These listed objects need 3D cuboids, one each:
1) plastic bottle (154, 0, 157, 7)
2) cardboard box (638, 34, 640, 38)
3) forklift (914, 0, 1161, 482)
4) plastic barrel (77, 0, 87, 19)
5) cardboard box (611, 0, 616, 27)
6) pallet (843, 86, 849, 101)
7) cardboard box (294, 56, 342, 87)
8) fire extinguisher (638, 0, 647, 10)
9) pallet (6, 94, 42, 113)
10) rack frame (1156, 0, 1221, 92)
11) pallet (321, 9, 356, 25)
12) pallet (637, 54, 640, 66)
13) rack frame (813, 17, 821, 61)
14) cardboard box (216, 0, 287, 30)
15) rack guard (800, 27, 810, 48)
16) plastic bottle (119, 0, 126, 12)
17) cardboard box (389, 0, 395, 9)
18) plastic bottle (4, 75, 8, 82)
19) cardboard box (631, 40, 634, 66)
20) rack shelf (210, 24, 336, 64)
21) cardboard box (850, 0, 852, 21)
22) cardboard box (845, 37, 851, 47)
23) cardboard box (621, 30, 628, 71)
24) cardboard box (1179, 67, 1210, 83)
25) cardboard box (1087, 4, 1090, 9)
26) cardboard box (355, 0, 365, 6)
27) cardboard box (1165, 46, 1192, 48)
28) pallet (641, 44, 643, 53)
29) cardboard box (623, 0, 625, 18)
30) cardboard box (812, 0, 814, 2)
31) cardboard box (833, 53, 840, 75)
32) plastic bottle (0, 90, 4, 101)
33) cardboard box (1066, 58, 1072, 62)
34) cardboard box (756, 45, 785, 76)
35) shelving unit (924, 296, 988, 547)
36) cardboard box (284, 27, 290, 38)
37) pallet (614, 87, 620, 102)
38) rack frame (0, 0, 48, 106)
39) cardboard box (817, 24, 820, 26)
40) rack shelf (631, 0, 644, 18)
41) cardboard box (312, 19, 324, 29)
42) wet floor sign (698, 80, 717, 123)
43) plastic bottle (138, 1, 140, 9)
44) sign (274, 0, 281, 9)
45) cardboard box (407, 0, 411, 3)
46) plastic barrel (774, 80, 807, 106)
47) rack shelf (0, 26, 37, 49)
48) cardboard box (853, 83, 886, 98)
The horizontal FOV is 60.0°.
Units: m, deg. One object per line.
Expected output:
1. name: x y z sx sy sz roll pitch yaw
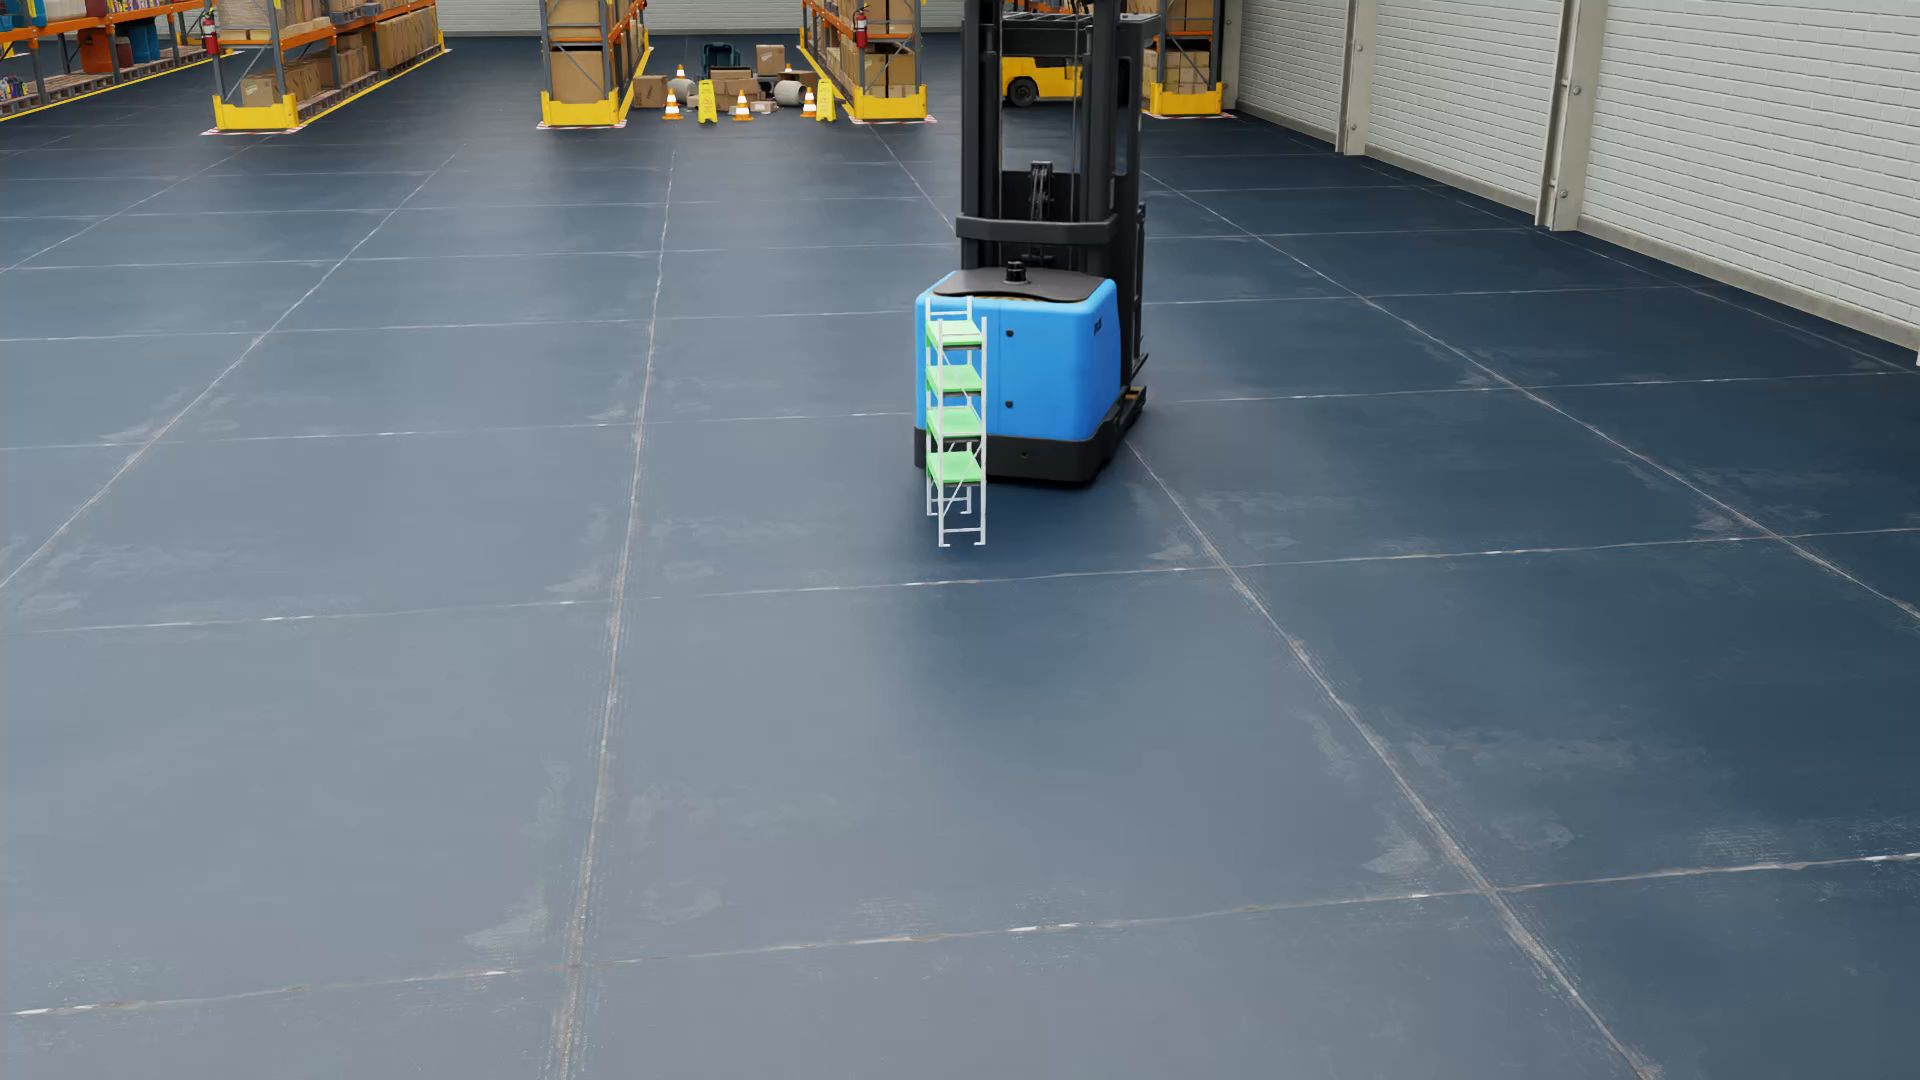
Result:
1. plastic bottle: -17.117 -11.475 35.318 0.061 0.283 0.133 -3 21 -8
2. cardboard box: -7.706 -11.781 39.020 0.380 0.149 0.250 -3 21 -8
3. forklift: 0.608 -2.184 10.375 1.130 2.935 3.031 5 21 14
4. plastic barrel: -16.636 -10.049 31.176 0.421 0.512 0.421 0 20 0
5. cardboard box: -6.428 -9.176 28.783 0.875 0.550 0.550 -3 21 -8
6. pallet: -1.579 -8.170 30.289 1.003 0.211 1.213 -3 21 -8
7. cardboard box: -11.585 -8.456 30.013 0.700 0.500 0.500 -5 21 -12
8. fire extinguisher: -7.904 -13.477 41.156 0.296 0.674 0.183 -3 21 -8
9. pallet: -16.363 -7.417 28.272 1.003 0.211 1.213 -3 21 -8
10. rack frame: 3.777 -8.574 27.385 1.000 3.000 0.127 -3 21 -8
11. pallet: -11.484 -9.389 29.842 1.003 0.211 1.213 -3 21 -8
12. pallet: -7.634 -10.616 36.839 1.003 0.211 1.213 -3 21 -8
13. rack frame: -2.864 -12.477 37.835 1.000 3.000 0.127 -3 21 -8
14. cardboard box: -10.993 -8.200 25.817 0.875 0.500 0.500 -3 21 -8
15. rack guard: -3.444 -12.699 42.003 1.175 0.500 0.348 -3 21 -8
16. plastic bottle: -16.812 -10.743 33.358 0.061 0.283 0.133 -3 21 -8
17. cardboard box: -12.119 -11.350 34.675 0.500 0.500 0.500 -3 21 -8
18. plastic bottle: -16.183 -7.707 28.221 0.144 0.351 0.185 -3 21 -8
19. cardboard box: -7.021 -10.091 34.419 0.500 0.500 0.500 -4 21 -10
20. rack shelf: -11.229 -8.178 27.353 1.077 0.370 4.000 -3 21 -8
21. cardboard box: -1.553 -8.856 27.572 0.500 0.500 0.500 -3 21 -8
22. cardboard box: -1.817 -8.736 29.149 0.380 0.149 0.250 -2 21 -5
23. cardboard box: -7.173 -9.735 33.108 1.050 0.750 0.750 -3 21 -8
24. cardboard box: 3.915 -7.890 28.169 0.500 0.250 0.500 -3 21 -7
25. cardboard box: 2.749 -10.397 32.481 0.500 0.250 0.500 -3 21 -7
26. cardboard box: -11.797 -10.463 31.699 0.700 0.500 0.500 0 20 0
27. cardboard box: 3.758 -8.473 29.016 0.500 0.250 0.500 -3 21 -8
28. pallet: -8.232 -11.962 40.441 1.003 0.211 1.213 -3 21 -8
29. cardboard box: -6.547 -10.013 31.095 0.500 0.500 0.500 -3 21 -8
30. cardboard box: -3.062 -12.241 37.418 0.500 0.250 0.500 -3 21 -9
31. cardboard box: -1.998 -9.344 32.601 0.950 0.372 0.625 -2 21 -6
32. plastic bottle: -15.903 -7.370 27.532 0.097 0.201 0.097 0 20 0
33. cardboard box: 2.700 -10.211 34.563 0.875 0.625 0.625 -2 21 -6
34. cardboard box: -3.468 -8.791 30.456 0.500 0.500 0.500 -3 21 -8
35. shelving unit: -0.024 -0.619 8.660 0.258 1.200 0.503 -3 21 -8
36. cardboard box: -10.784 -7.990 26.181 0.380 0.149 0.250 -3 21 -8
37. pallet: -6.563 -7.849 29.429 1.003 0.211 1.213 -3 21 -8
38. rack frame: -16.419 -8.957 28.412 1.000 3.000 0.127 -3 21 -8
39. cardboard box: -3.107 -12.318 40.472 0.875 0.438 0.875 -2 21 -6
40. rack shelf: -8.036 -12.548 39.053 1.077 0.370 4.000 -3 21 -8
41. cardboard box: -11.046 -8.772 28.275 0.380 0.149 0.250 -3 21 -8
42. wet floor sign: -4.055 -7.024 26.601 0.267 0.644 0.232 -7 21 -17
43. plastic bottle: -16.973 -11.047 34.291 0.097 0.201 0.097 0 20 0
44. sign: -10.404 -8.255 25.295 0.100 0.325 0.005 -3 21 -8
45. cardboard box: -12.384 -11.979 36.860 0.380 0.149 0.250 -3 21 -8
46. plastic barrel: -2.930 -7.754 28.872 0.512 0.421 0.421 12 24 30
47. rack shelf: -16.131 -7.928 26.684 1.077 0.370 4.000 -3 21 -8
48. cardboard box: -1.521 -7.505 27.854 0.500 0.250 0.500 -3 21 -8
